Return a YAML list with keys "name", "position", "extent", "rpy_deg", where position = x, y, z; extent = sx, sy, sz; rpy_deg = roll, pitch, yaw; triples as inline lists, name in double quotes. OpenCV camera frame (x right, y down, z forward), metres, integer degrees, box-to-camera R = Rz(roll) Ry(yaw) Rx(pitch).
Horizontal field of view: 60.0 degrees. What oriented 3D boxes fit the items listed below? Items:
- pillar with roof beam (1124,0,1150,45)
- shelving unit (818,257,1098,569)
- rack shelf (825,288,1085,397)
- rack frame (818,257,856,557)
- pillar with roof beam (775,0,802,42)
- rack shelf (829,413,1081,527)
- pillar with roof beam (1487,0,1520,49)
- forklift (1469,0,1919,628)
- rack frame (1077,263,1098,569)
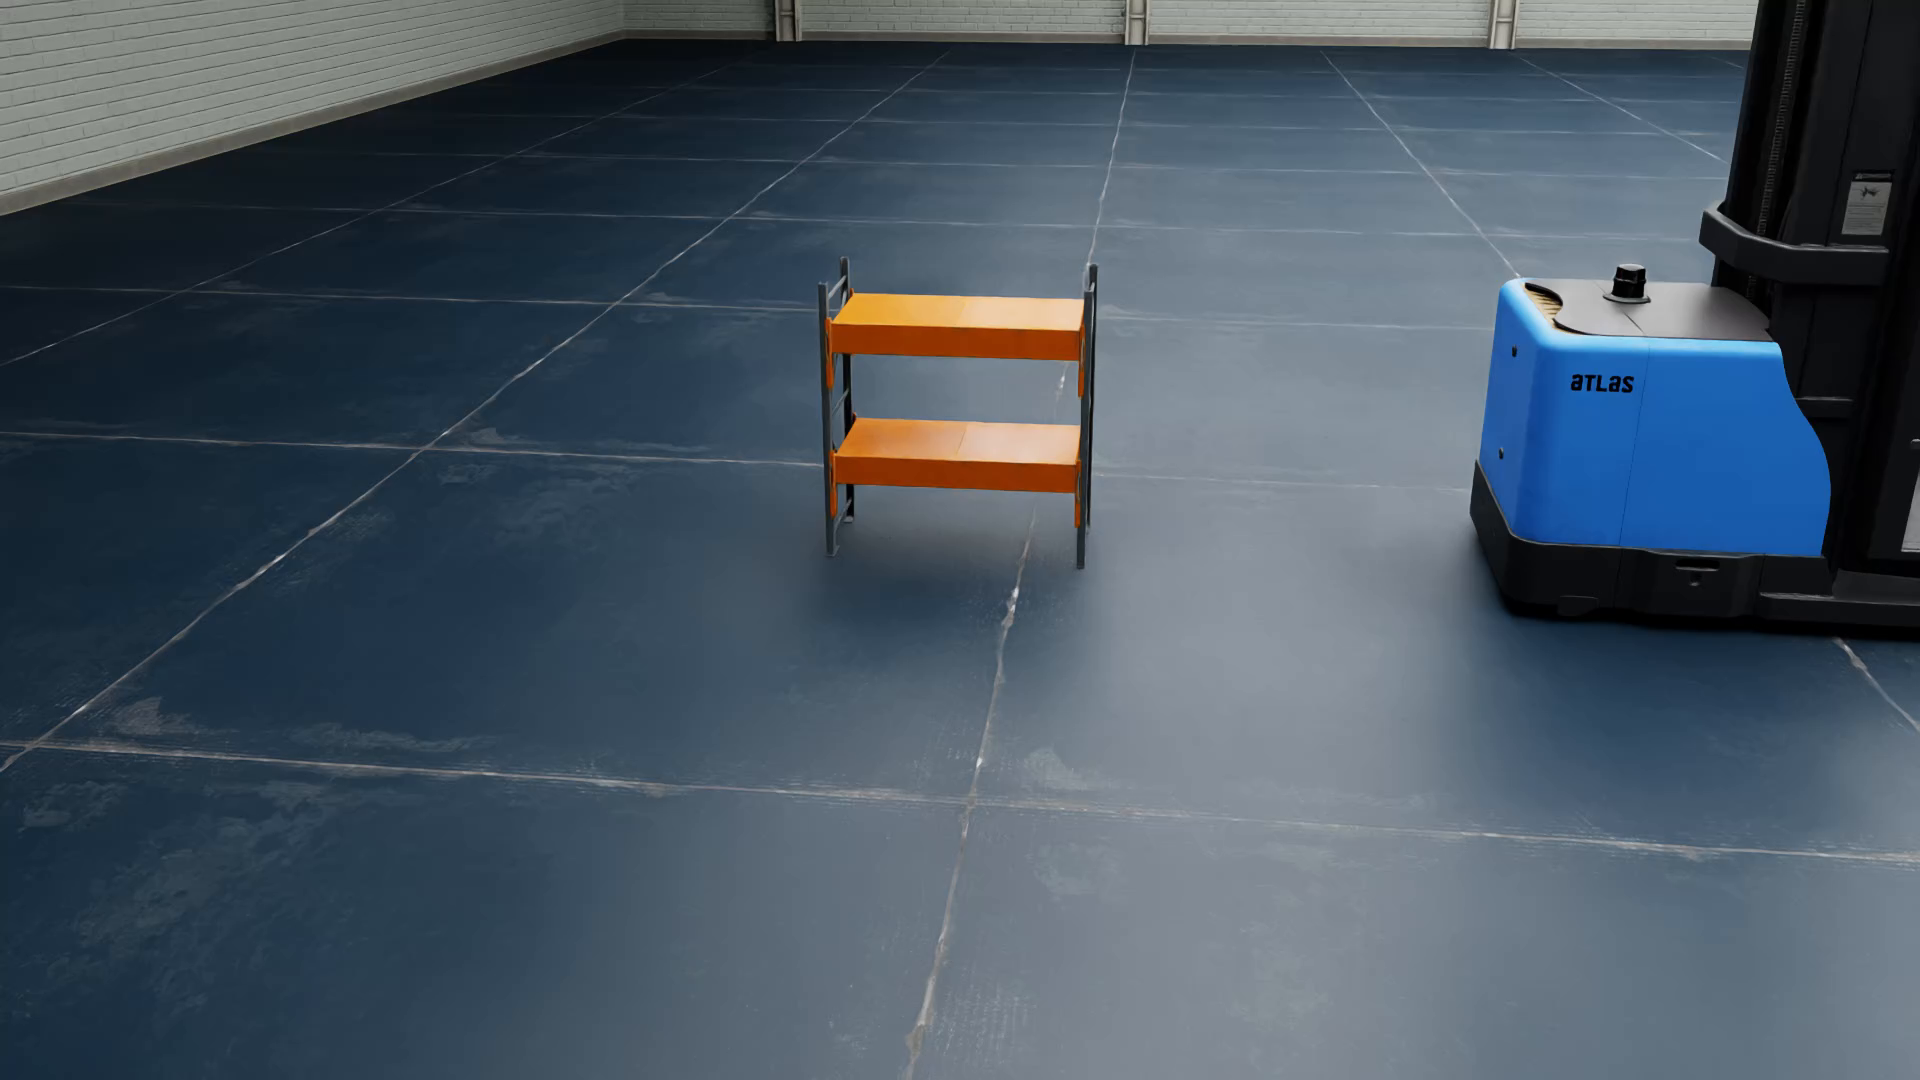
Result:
- name: "pillar with roof beam"
  position: [2.489, -11.024, 22.584]
  extent: [0.400, 9.000, 9.100]
  rpy_deg: [2, 22, 6]
- name: "shelving unit"
  position: [0.007, -0.523, 6.732]
  extent: [1.048, 1.125, 0.538]
  rpy_deg: [2, 22, 6]
- name: "rack shelf"
  position: [0.007, -0.795, 6.625]
  extent: [1.000, 0.278, 0.538]
  rpy_deg: [2, 22, 6]
- name: "rack frame"
  position: [-0.498, -0.545, 6.788]
  extent: [0.032, 1.125, 0.500]
  rpy_deg: [2, 22, 6]
- name: "pillar with roof beam"
  position: [-3.470, -11.283, 23.240]
  extent: [0.400, 9.000, 9.100]
  rpy_deg: [2, 22, 6]
- name: "rack shelf"
  position: [0.007, -0.295, 6.822]
  extent: [1.000, 0.278, 0.538]
  rpy_deg: [2, 22, 6]
- name: "pillar with roof beam"
  position: [8.447, -10.764, 21.927]
  extent: [0.400, 9.000, 9.100]
  rpy_deg: [2, 22, 6]
- name: "forklift"
  position: [3.595, -1.178, 5.933]
  extent: [3.031, 2.935, 1.130]
  rpy_deg: [3, 22, 7]
- name: "rack frame"
  position: [0.512, -0.501, 6.677]
  extent: [0.032, 1.125, 0.500]
  rpy_deg: [2, 22, 6]
